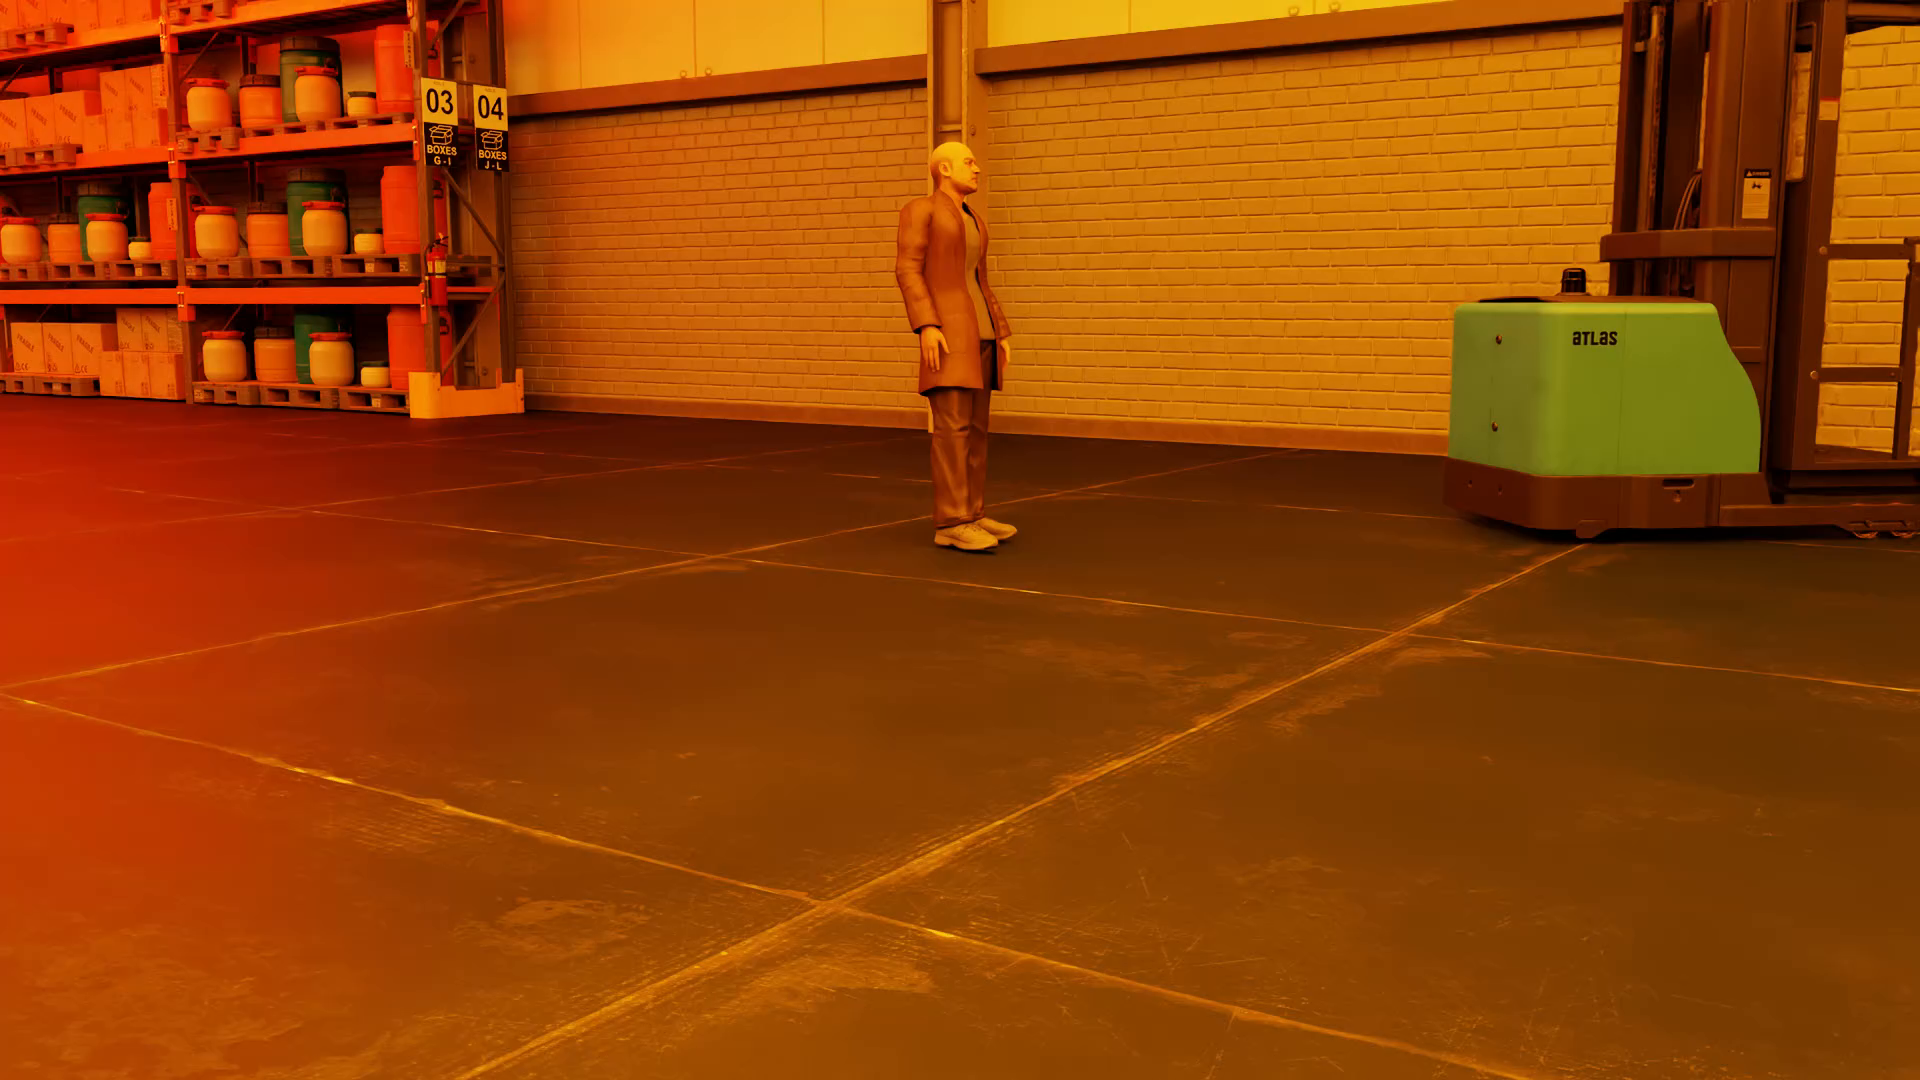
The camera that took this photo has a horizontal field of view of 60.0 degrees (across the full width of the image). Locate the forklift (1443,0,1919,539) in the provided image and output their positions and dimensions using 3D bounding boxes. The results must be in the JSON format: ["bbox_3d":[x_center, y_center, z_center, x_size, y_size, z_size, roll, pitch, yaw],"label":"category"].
[{"bbox_3d":[3.984,-1.527,7.933,3.031,2.935,1.130,-1,8,-9],"label":"forklift"}]

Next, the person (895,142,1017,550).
[{"bbox_3d":[0.072,-0.879,7.423,0.582,1.776,0.694,5,10,34],"label":"person"}]
